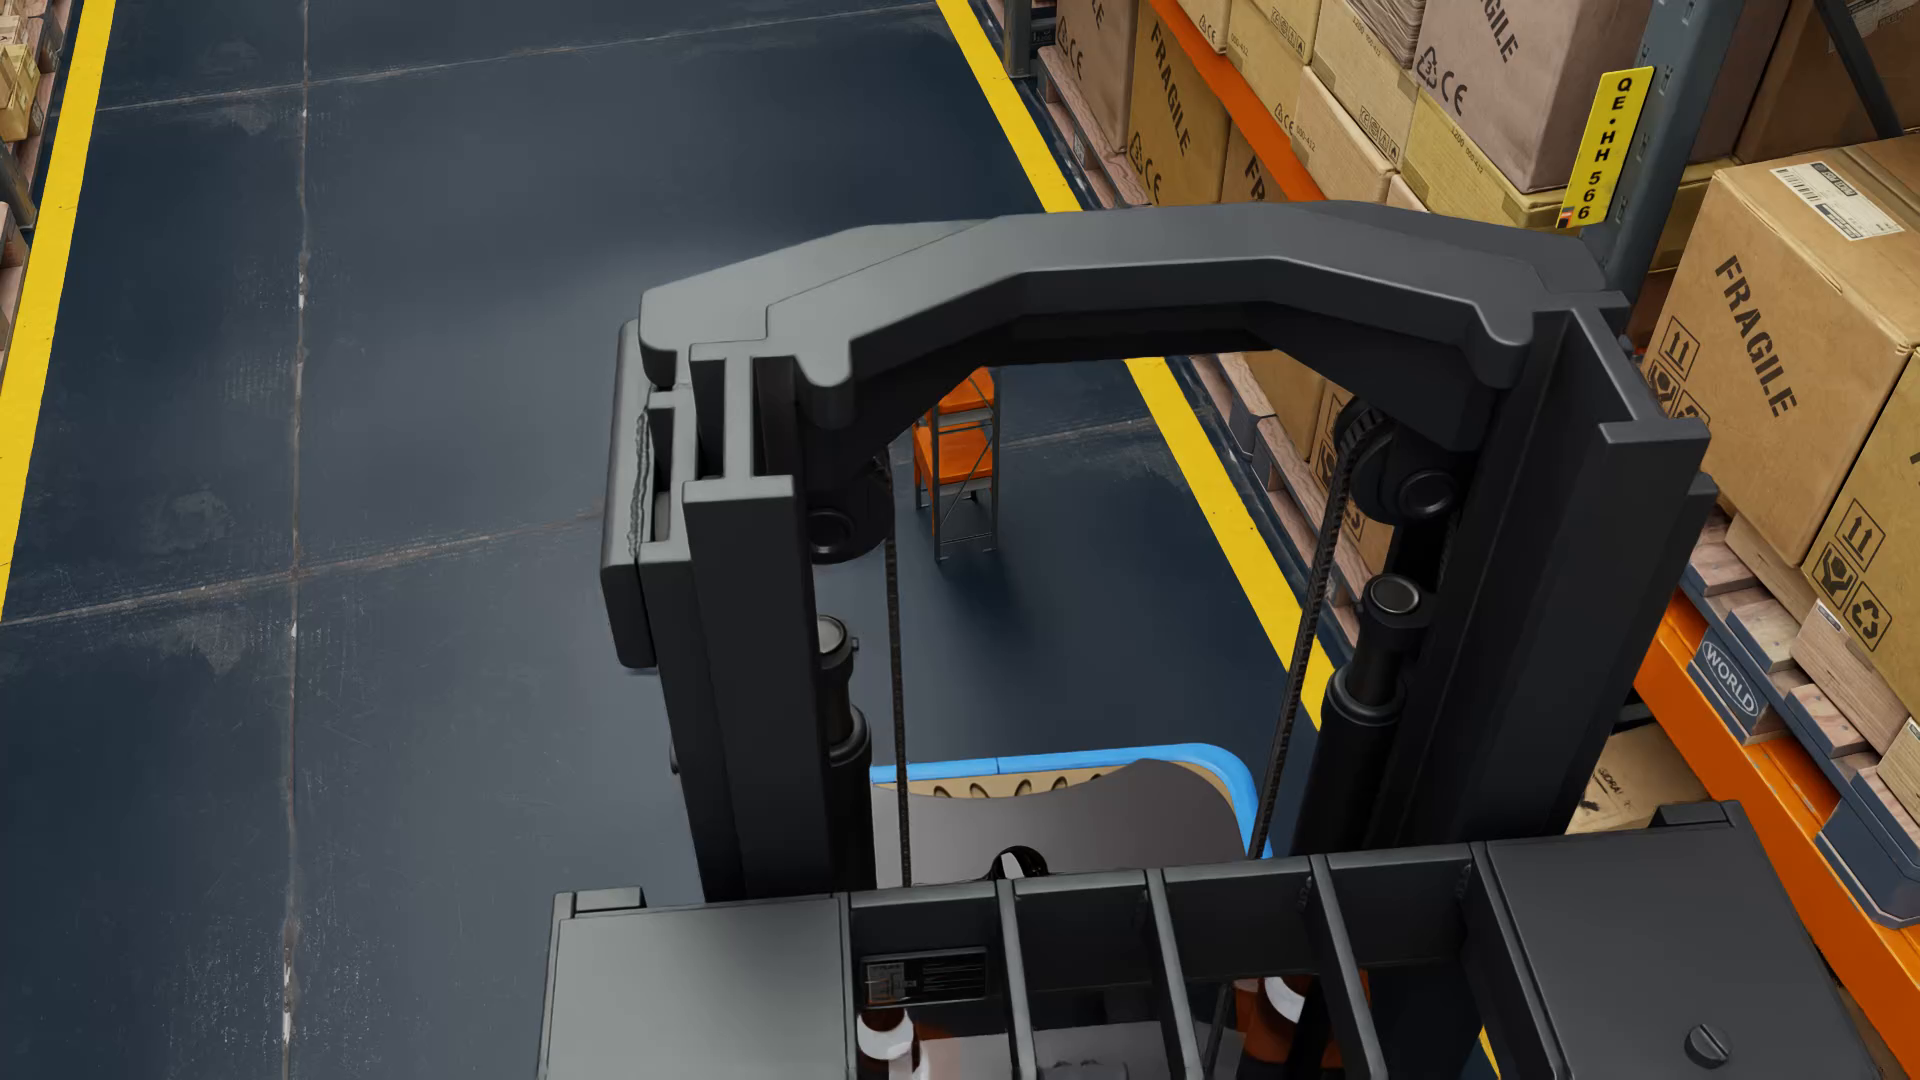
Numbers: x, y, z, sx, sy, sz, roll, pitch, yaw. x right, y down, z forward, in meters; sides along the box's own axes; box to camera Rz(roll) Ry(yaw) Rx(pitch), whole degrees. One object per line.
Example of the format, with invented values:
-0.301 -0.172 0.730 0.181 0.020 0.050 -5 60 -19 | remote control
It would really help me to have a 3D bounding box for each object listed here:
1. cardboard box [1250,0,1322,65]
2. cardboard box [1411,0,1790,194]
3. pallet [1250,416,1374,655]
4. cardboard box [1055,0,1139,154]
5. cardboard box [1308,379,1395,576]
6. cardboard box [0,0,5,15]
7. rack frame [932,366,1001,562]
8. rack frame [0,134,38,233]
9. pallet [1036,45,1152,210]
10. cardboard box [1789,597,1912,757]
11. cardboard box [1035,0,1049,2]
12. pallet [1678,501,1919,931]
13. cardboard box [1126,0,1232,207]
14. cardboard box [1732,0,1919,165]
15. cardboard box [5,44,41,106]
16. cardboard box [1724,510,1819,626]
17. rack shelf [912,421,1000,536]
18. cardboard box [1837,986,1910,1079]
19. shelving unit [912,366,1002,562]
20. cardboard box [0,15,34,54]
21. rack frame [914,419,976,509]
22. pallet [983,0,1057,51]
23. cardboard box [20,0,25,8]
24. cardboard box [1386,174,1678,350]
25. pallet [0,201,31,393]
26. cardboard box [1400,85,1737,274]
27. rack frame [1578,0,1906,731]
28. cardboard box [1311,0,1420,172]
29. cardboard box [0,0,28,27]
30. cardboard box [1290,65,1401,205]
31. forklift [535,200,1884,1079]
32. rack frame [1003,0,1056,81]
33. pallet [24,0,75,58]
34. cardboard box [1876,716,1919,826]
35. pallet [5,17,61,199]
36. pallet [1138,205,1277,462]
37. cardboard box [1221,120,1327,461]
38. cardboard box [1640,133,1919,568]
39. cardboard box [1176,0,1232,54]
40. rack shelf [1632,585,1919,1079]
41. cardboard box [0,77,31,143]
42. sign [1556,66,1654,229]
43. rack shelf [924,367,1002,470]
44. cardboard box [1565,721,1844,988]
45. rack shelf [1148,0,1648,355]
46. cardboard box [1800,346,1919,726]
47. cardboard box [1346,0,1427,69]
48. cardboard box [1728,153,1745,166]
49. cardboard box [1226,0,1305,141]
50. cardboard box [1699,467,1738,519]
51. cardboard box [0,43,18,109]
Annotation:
1.055 -1.523 4.397 0.500 0.250 0.500 -12 47 -11 | cardboard box
1.325 -1.103 3.461 0.500 0.500 0.500 -12 47 -11 | cardboard box
1.581 0.009 5.094 1.003 0.211 1.213 -11 47 -10 | pallet
0.922 -2.161 6.461 0.875 0.875 0.875 -9 46 -9 | cardboard box
1.613 -0.305 4.642 0.875 0.875 0.875 -11 47 -11 | cardboard box
-4.172 -2.265 6.863 0.380 0.149 0.250 -13 47 -12 | cardboard box
0.018 -0.320 4.829 0.200 1.050 0.008 -11 47 -10 | rack frame
-4.073 -2.196 5.302 1.000 3.000 0.127 -11 47 -10 | rack frame
0.956 -1.676 6.745 1.003 0.211 1.213 -11 47 -10 | pallet
1.679 0.189 2.847 0.380 0.149 0.250 -14 47 -13 | cardboard box
0.629 -2.874 7.466 0.875 0.438 0.875 -11 47 -11 | cardboard box
1.995 0.130 3.156 1.213 0.211 1.003 -11 47 -10 | pallet
1.161 -1.539 5.851 0.875 0.875 0.875 -9 46 -9 | cardboard box
1.820 -1.179 3.536 0.500 0.500 0.500 -12 47 -12 | cardboard box
-3.924 -1.839 6.654 0.380 0.149 0.250 -9 46 -9 | cardboard box
1.653 -0.009 3.040 0.380 0.149 0.250 -13 47 -13 | cardboard box
-0.014 -0.202 5.117 0.215 0.259 0.240 -11 47 -10 | rack shelf
2.041 1.263 3.457 0.950 0.372 0.625 -12 47 -11 | cardboard box
-0.014 -0.404 4.911 0.215 1.050 0.252 -11 47 -10 | shelving unit
-4.038 -2.001 6.813 0.380 0.149 0.250 -11 47 -11 | cardboard box
-0.045 -0.489 4.994 0.200 1.050 0.008 -11 47 -10 | rack frame
0.567 -2.734 7.782 1.003 0.211 1.213 -11 47 -10 | pallet
-4.254 -2.347 7.152 0.380 0.149 0.250 -13 47 -12 | cardboard box
1.329 -0.658 3.900 0.500 0.250 0.500 -12 47 -12 | cardboard box
-3.873 -0.683 5.771 1.003 0.211 1.213 -11 47 -10 | pallet
1.340 -0.820 3.708 0.500 0.250 0.500 -11 47 -10 | cardboard box
1.710 -0.409 3.551 1.000 3.000 0.127 -11 47 -10 | rack frame
1.205 -1.173 4.054 0.500 0.250 0.500 -12 47 -11 | cardboard box
-4.151 -2.167 6.976 0.380 0.149 0.250 -12 47 -11 | cardboard box
1.183 -1.008 4.243 0.500 0.250 0.500 -10 46 -10 | cardboard box
0.209 1.210 2.012 1.130 2.935 3.031 -4 46 -4 | forklift
0.686 -3.171 6.257 1.000 3.000 0.127 -11 47 -10 | rack frame
-4.595 -2.521 7.573 1.003 0.211 1.213 -11 47 -10 | pallet
1.729 0.382 2.657 0.380 0.149 0.250 -10 47 -10 | cardboard box
-4.280 -1.677 6.746 1.003 0.211 1.213 -11 47 -10 | pallet
1.272 -0.832 5.918 1.003 0.211 1.213 -11 47 -10 | pallet
1.389 -0.921 5.246 0.875 0.875 0.875 -10 46 -10 | cardboard box
1.601 -0.342 2.913 0.500 0.500 0.500 -12 47 -11 | cardboard box
0.912 -1.706 4.926 0.500 0.250 0.500 -11 47 -11 | cardboard box
2.222 1.223 2.455 1.077 0.370 4.000 -11 47 -10 | rack shelf
-3.856 -1.655 6.474 0.380 0.149 0.250 -13 47 -12 | cardboard box
1.174 -0.711 3.036 0.100 0.325 0.005 -11 47 -10 | sign
-0.014 -0.397 4.919 0.215 0.259 0.240 -11 47 -10 | rack shelf
1.845 0.755 3.955 0.950 0.372 0.625 -14 47 -13 | cardboard box
1.198 -1.538 5.161 1.077 0.370 4.000 -11 47 -10 | rack shelf
1.742 0.016 2.562 0.500 0.500 0.500 -9 46 -8 | cardboard box
1.185 -1.456 3.807 0.500 0.500 0.500 -10 46 -10 | cardboard box
1.819 -0.927 3.813 0.500 0.250 0.500 -11 47 -11 | cardboard box
1.070 -1.359 4.587 0.500 0.250 0.500 -11 47 -11 | cardboard box
1.613 -0.210 3.237 0.380 0.149 0.250 -13 47 -13 | cardboard box
-3.857 -1.758 6.367 0.380 0.149 0.250 -9 46 -8 | cardboard box
